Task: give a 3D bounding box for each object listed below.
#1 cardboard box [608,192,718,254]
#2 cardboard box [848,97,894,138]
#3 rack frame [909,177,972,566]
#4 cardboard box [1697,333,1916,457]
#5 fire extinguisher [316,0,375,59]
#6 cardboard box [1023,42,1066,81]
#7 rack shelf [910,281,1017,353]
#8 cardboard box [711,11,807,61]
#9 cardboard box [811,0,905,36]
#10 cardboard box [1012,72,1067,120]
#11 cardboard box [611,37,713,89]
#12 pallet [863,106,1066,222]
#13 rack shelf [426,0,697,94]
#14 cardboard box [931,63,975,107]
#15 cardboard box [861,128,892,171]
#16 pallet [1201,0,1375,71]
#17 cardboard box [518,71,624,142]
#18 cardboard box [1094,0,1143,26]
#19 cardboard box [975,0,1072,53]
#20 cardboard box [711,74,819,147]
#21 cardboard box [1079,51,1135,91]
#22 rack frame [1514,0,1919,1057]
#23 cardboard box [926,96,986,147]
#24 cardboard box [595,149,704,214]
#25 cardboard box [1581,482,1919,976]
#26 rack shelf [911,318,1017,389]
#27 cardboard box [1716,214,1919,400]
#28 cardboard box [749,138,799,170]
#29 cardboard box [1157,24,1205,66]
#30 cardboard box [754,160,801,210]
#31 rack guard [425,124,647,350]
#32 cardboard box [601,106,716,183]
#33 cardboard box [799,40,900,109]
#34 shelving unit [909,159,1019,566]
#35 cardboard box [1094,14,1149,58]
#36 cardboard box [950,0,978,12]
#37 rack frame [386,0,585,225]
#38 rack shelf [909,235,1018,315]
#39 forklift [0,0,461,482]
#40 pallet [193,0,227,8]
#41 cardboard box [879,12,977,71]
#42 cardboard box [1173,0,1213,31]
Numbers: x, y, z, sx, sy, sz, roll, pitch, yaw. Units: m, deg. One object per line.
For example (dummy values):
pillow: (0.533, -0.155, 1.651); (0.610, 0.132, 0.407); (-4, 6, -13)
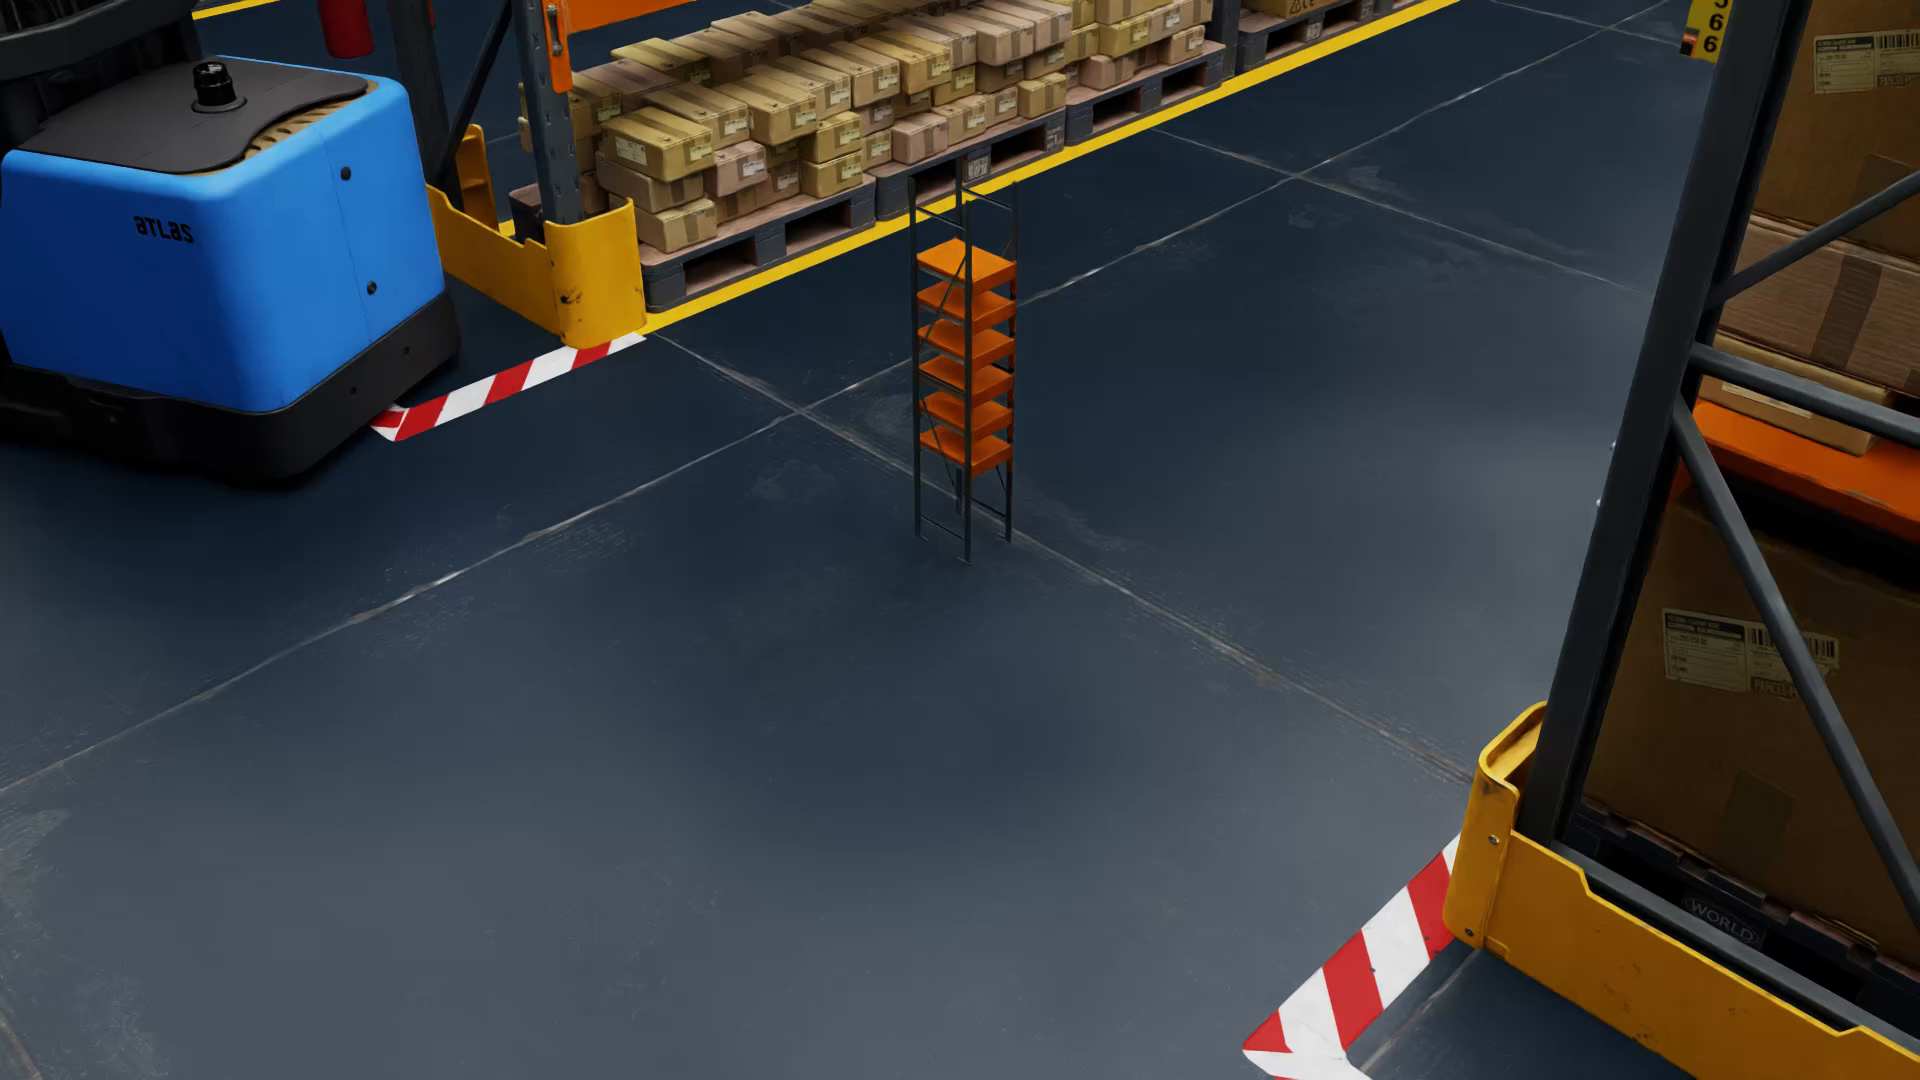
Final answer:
cardboard box: (-1.181, -1.295, 6.610); (0.250, 0.149, 0.380); (-29, 44, -35)
cardboard box: (-0.506, -1.872, 7.178); (0.380, 0.149, 0.250); (27, 43, 33)
rack frame: (-0.054, -0.461, 4.862); (0.240, 1.200, 0.006); (30, 45, 35)
cardboard box: (1.689, -0.343, 3.339); (0.250, 0.149, 0.380); (-29, 44, -35)
fire extinguisher: (-2.282, -2.108, 6.043); (0.296, 0.674, 0.183); (30, 45, 35)
cardboard box: (0.275, -2.297, 7.786); (0.250, 0.149, 0.380); (-29, 44, -35)
rack shelf: (0.010, -0.658, 4.803); (0.258, 0.103, 0.180); (30, 45, 35)
cardboard box: (-0.897, -2.219, 7.414); (0.250, 0.149, 0.380); (-28, 44, -34)
cardboard box: (-0.468, -2.399, 7.672); (0.250, 0.149, 0.380); (-30, 45, -35)
cardboard box: (0.278, -2.118, 7.790); (0.380, 0.149, 0.250); (29, 44, 35)
cardboard box: (-1.274, -2.008, 7.112); (0.380, 0.149, 0.250); (29, 44, 34)
pallet: (-0.267, -1.904, 7.795); (1.003, 0.211, 1.213); (30, 45, 35)
rack shelf: (-0.368, -2.725, 7.164); (1.077, 0.370, 4.000); (30, 45, 35)
cardboard box: (-0.147, -2.105, 7.511); (0.250, 0.149, 0.380); (-28, 43, -34)
cardboard box: (-0.514, -1.739, 7.247); (0.380, 0.149, 0.250); (30, 45, 35)
pallet: (1.589, -3.005, 9.374); (1.003, 0.211, 1.213); (30, 45, 35)
cardboard box: (-1.584, -1.772, 6.774); (0.250, 0.149, 0.380); (-29, 44, -35)
cardboard box: (0.653, -2.606, 7.970); (0.380, 0.149, 0.250); (29, 44, 35)
cardboard box: (0.290, -2.385, 7.653); (0.380, 0.149, 0.250); (27, 43, 33)
cardboard box: (-0.789, -1.742, 6.731); (0.380, 0.149, 0.250); (29, 44, 35)
cardboard box: (0.624, -2.334, 8.099); (0.380, 0.149, 0.250); (28, 44, 34)
rack frame: (1.672, -0.168, 2.869); (1.000, 3.000, 0.127); (30, 45, 35)
cardboard box: (-0.100, -1.928, 7.518); (0.380, 0.149, 0.250); (30, 45, 35)
cardboard box: (-1.226, -1.443, 6.561); (0.250, 0.149, 0.380); (-28, 44, -34)
cardboard box: (2.066, 0.239, 3.776); (0.875, 0.875, 0.875); (30, 45, 35)
rack shelf: (0.010, -0.560, 4.872); (0.258, 0.103, 0.180); (30, 45, 35)
cardboard box: (1.825, -0.533, 3.263); (0.500, 0.250, 0.500); (29, 44, 35)
cardboard box: (-0.883, -1.666, 6.882); (0.250, 0.149, 0.380); (-29, 44, -35)
cardboard box: (1.007, -2.539, 8.393); (0.250, 0.149, 0.380); (-29, 44, -35)
cardboard box: (-0.884, -1.538, 6.958); (0.250, 0.149, 0.380); (-29, 44, -35)
rack guard: (-1.723, -1.214, 6.554); (1.175, 0.500, 0.348); (30, 45, 35)
cardboard box: (-1.167, -1.531, 6.428); (0.380, 0.149, 0.250); (27, 43, 33)
cardboard box: (-0.471, -1.985, 7.079); (0.250, 0.149, 0.380); (-28, 44, -34)
shelving unit: (0.010, -0.498, 4.915); (0.258, 1.200, 0.189); (30, 45, 35)
cardboard box: (0.687, -2.470, 8.035); (0.380, 0.149, 0.250); (28, 44, 34)
cardboard box: (-0.133, -2.627, 7.999); (0.250, 0.149, 0.380); (-29, 44, -35)
rack frame: (-1.777, -2.208, 5.794); (1.000, 3.000, 0.127); (30, 45, 35)
rack shelf: (0.010, -0.757, 4.735); (0.258, 0.103, 0.180); (30, 45, 35)
forklift: (-3.419, -1.901, 5.414); (3.031, 2.935, 1.130); (12, 37, 16)
pallet: (-4.853, -3.375, 9.905); (1.003, 0.211, 1.213); (30, 45, 35)
cardboard box: (-0.144, -2.214, 7.407); (0.380, 0.149, 0.250); (30, 45, 35)
cardboard box: (1.045, -2.701, 8.366); (0.250, 0.149, 0.380); (-29, 44, -35)
